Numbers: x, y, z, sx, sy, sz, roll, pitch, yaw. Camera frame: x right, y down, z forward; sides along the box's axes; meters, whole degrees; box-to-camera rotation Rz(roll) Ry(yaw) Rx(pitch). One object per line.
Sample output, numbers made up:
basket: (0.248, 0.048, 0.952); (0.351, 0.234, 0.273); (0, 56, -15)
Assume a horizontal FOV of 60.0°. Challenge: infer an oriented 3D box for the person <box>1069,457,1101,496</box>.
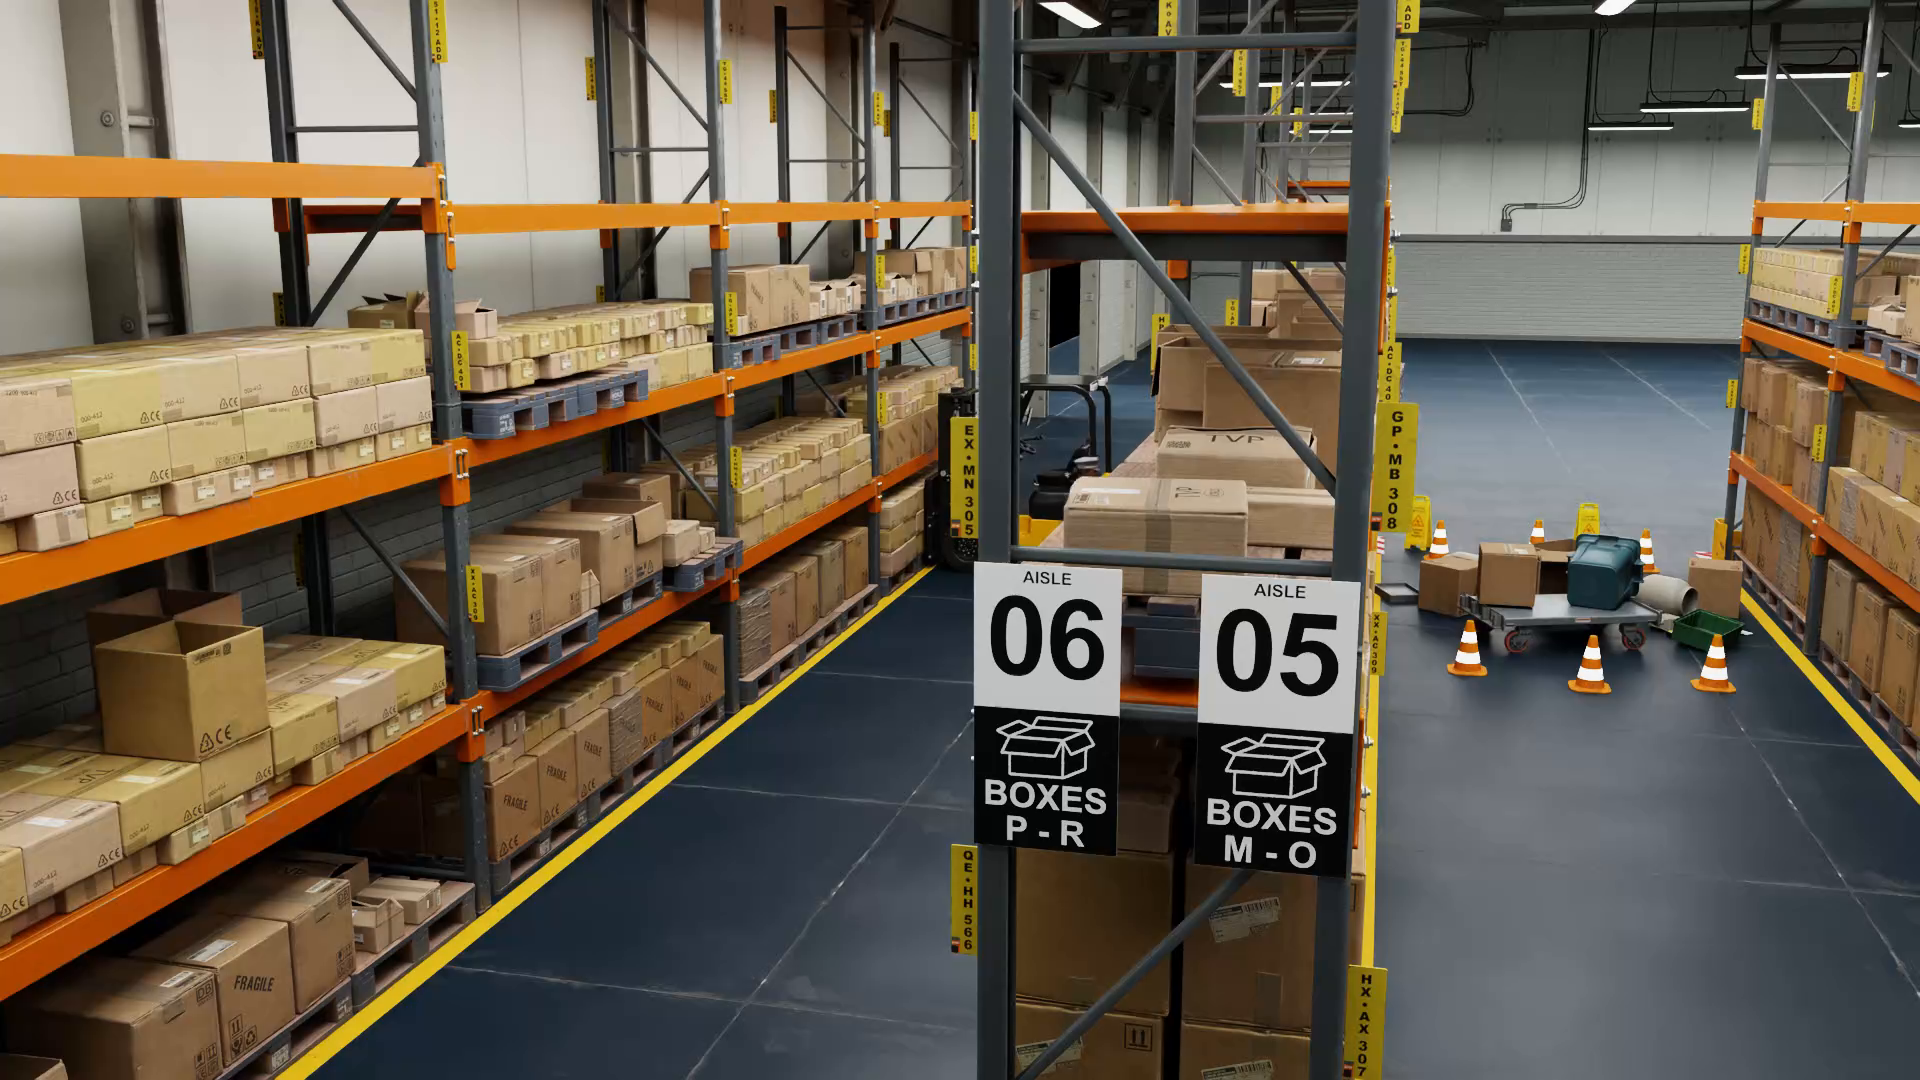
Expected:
person: (1.246, 0.053, 16.274); (0.372, 1.742, 0.508); (4, 12, 18)
